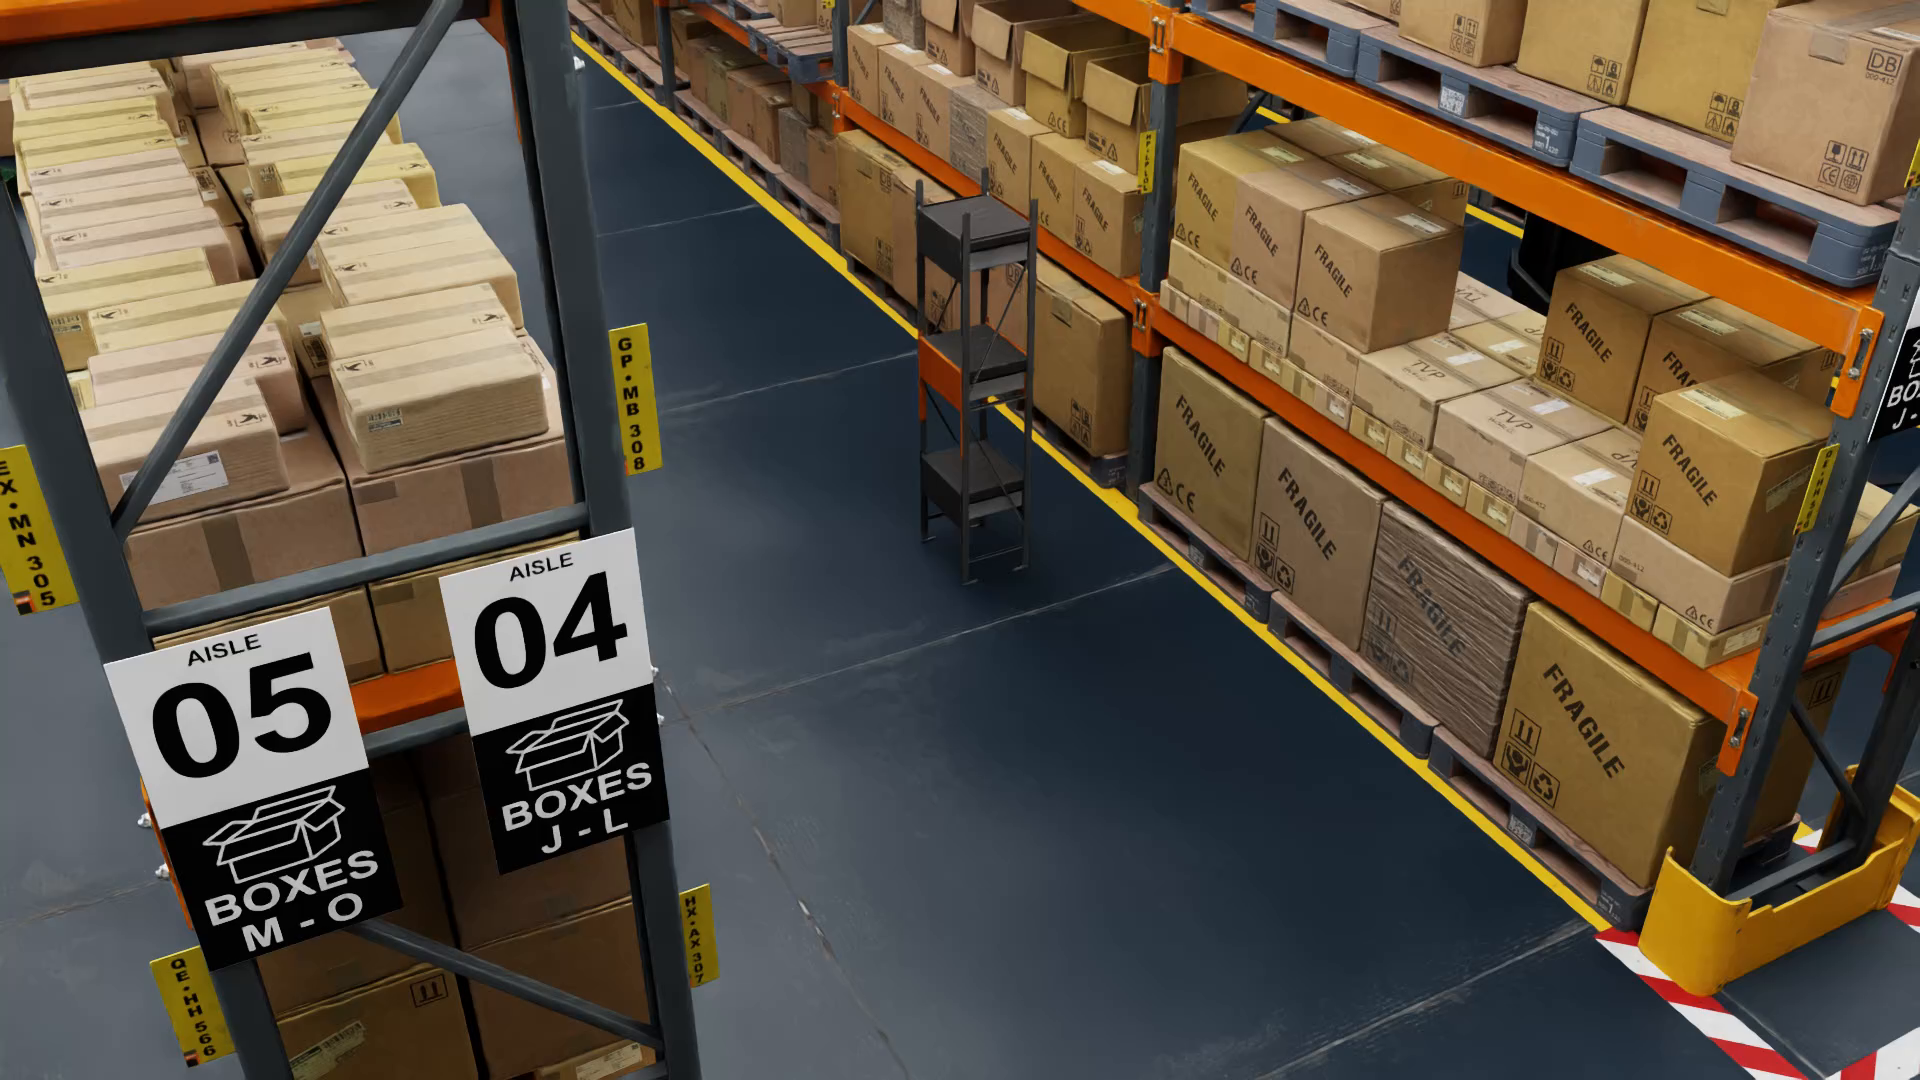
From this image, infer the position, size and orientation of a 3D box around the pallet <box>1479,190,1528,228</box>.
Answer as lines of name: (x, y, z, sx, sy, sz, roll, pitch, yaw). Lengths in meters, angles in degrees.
pallet: (4.918, -2.650, 13.209, 1.003, 0.211, 1.213, -16, 36, -23)

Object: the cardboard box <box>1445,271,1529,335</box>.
cardboard box: (2.351, -1.044, 7.981, 0.500, 0.250, 0.500, -15, 36, -22)

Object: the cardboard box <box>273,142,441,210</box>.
cardboard box: (-1.618, -0.935, 4.472, 0.380, 0.149, 0.250, -15, 35, -22)

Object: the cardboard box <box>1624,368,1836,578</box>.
cardboard box: (2.837, -0.252, 6.049, 0.500, 0.500, 0.500, -15, 36, -23)

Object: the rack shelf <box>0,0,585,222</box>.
rack shelf: (-2.071, -1.684, 4.226, 1.077, 0.370, 4.000, -16, 36, -23)

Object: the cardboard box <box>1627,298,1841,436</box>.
cardboard box: (3.079, -0.621, 6.625, 0.500, 0.500, 0.500, -17, 36, -24)

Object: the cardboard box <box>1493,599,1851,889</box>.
cardboard box: (2.927, 0.725, 6.936, 0.875, 0.875, 0.875, -16, 36, -23)

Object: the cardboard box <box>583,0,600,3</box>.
cardboard box: (-3.887, -6.165, 18.039, 0.500, 0.500, 0.500, -9, 34, -14)

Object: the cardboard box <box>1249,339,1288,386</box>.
cardboard box: (1.645, -0.910, 8.141, 0.380, 0.149, 0.250, -17, 36, -24)

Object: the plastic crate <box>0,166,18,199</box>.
plastic crate: (-7.973, -2.828, 13.456, 0.450, 0.188, 0.662, 10, 33, -4)

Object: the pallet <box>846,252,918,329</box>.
pallet: (-0.132, -1.956, 12.126, 1.003, 0.211, 1.213, -16, 36, -23)

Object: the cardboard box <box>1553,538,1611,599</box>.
cardboard box: (2.600, 0.067, 6.616, 0.380, 0.149, 0.250, -16, 36, -23)

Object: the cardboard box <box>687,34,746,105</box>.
cardboard box: (-2.031, -4.268, 15.060, 0.700, 0.500, 0.500, -19, 37, -27)

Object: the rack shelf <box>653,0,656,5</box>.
rack shelf: (-3.231, -6.086, 16.654, 1.077, 0.370, 4.000, -16, 36, -23)

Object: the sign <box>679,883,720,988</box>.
sign: (-0.658, 0.991, 4.139, 0.100, 0.325, 0.005, -16, 36, -23)

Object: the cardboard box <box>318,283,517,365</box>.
cardboard box: (-1.191, -0.424, 3.676, 0.380, 0.149, 0.250, -14, 35, -21)

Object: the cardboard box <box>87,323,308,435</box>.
cardboard box: (-1.601, -0.308, 3.494, 0.380, 0.149, 0.250, -15, 36, -22)

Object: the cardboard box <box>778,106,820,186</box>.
cardboard box: (-1.033, -3.234, 13.445, 0.700, 0.500, 0.500, -19, 37, -27)

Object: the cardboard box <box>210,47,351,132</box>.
cardboard box: (-2.122, -1.419, 5.229, 0.380, 0.149, 0.250, -17, 37, -25)

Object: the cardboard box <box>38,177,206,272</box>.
cardboard box: (-2.122, -0.790, 4.247, 0.380, 0.149, 0.250, -15, 36, -22)

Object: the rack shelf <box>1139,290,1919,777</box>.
rack shelf: (2.364, -0.359, 7.715, 1.077, 0.370, 4.000, -16, 36, -23)

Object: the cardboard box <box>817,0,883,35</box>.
cardboard box: (-0.721, -3.992, 12.237, 0.500, 0.500, 0.500, -21, 38, -29)

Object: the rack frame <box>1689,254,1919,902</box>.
rack frame: (3.297, 0.293, 6.031, 1.000, 3.000, 0.127, -16, 36, -23)

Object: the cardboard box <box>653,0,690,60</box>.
cardboard box: (-2.723, -5.031, 16.268, 0.500, 0.500, 0.500, -5, 33, -8)

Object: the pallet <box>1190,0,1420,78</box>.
pallet: (1.804, -2.449, 7.612, 1.003, 0.211, 1.213, -16, 36, -23)

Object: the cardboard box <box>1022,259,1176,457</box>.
cardboard box: (1.116, -1.199, 9.940, 1.225, 0.875, 0.875, -16, 36, -23)

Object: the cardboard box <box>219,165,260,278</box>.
cardboard box: (-1.820, -0.927, 4.830, 0.500, 0.250, 0.500, -17, 36, -25)

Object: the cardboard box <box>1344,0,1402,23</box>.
cardboard box: (2.096, -2.524, 7.073, 0.700, 0.500, 0.500, -14, 35, -21)

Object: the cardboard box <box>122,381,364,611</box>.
cardboard box: (-1.578, -0.074, 3.499, 0.500, 0.250, 0.500, -17, 36, -25)

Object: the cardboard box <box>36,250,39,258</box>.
cardboard box: (-2.554, -0.839, 5.157, 0.500, 0.250, 0.500, -14, 35, -21)

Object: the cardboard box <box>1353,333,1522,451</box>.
cardboard box: (2.116, -0.667, 7.392, 0.500, 0.250, 0.500, -16, 36, -23)

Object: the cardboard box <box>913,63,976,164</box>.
cardboard box: (0.037, -2.778, 10.731, 0.500, 0.500, 0.500, -17, 36, -24)

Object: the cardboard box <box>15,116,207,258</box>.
cardboard box: (-2.541, -1.055, 5.029, 0.500, 0.250, 0.500, -15, 36, -22)

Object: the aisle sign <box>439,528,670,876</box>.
aisle sign: (-0.839, 0.357, 3.521, 0.394, 0.787, 0.004, -16, 36, -23)

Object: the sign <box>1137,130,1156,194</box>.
sign: (0.956, -1.929, 8.500, 0.100, 0.325, 0.005, -16, 36, -23)

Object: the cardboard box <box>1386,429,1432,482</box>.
cardboard box: (2.127, -0.418, 7.374, 0.380, 0.149, 0.250, -15, 36, -22)

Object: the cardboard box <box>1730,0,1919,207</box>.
cardboard box: (3.007, -1.466, 5.421, 0.700, 0.500, 0.500, -18, 37, -26)

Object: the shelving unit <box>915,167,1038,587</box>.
shelving unit: (0.077, -0.805, 8.579, 0.431, 2.100, 0.503, -16, 36, -23)

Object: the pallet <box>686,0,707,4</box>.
pallet: (-2.071, -4.952, 14.395, 1.003, 0.211, 1.213, -16, 36, -23)

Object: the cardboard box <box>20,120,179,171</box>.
cardboard box: (-2.378, -1.035, 4.628, 0.380, 0.149, 0.250, -17, 36, -25)

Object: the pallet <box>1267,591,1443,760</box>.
pallet: (2.290, 0.523, 8.256, 1.003, 0.211, 1.213, -16, 36, -23)

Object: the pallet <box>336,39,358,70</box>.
pallet: (-3.197, -1.922, 6.882, 1.213, 0.211, 1.003, -16, 36, -23)

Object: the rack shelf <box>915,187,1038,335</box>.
rack shelf: (0.077, -1.383, 8.209, 0.431, 0.518, 0.480, -16, 36, -23)

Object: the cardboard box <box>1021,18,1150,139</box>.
cardboard box: (0.817, -2.714, 9.702, 0.797, 0.503, 0.637, -15, 36, -23)

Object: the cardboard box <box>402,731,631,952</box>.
cardboard box: (-1.113, 0.623, 4.221, 0.500, 0.500, 0.500, -16, 36, -23)

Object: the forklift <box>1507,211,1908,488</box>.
forklift: (3.827, -1.467, 8.841, 3.031, 2.935, 1.130, -3, 33, -5)

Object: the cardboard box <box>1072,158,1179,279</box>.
cardboard box: (0.972, -1.813, 9.225, 0.500, 0.500, 0.500, -16, 36, -23)

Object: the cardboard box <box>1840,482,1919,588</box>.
cardboard box: (3.312, -0.066, 6.455, 0.500, 0.250, 0.500, -17, 36, -24)
